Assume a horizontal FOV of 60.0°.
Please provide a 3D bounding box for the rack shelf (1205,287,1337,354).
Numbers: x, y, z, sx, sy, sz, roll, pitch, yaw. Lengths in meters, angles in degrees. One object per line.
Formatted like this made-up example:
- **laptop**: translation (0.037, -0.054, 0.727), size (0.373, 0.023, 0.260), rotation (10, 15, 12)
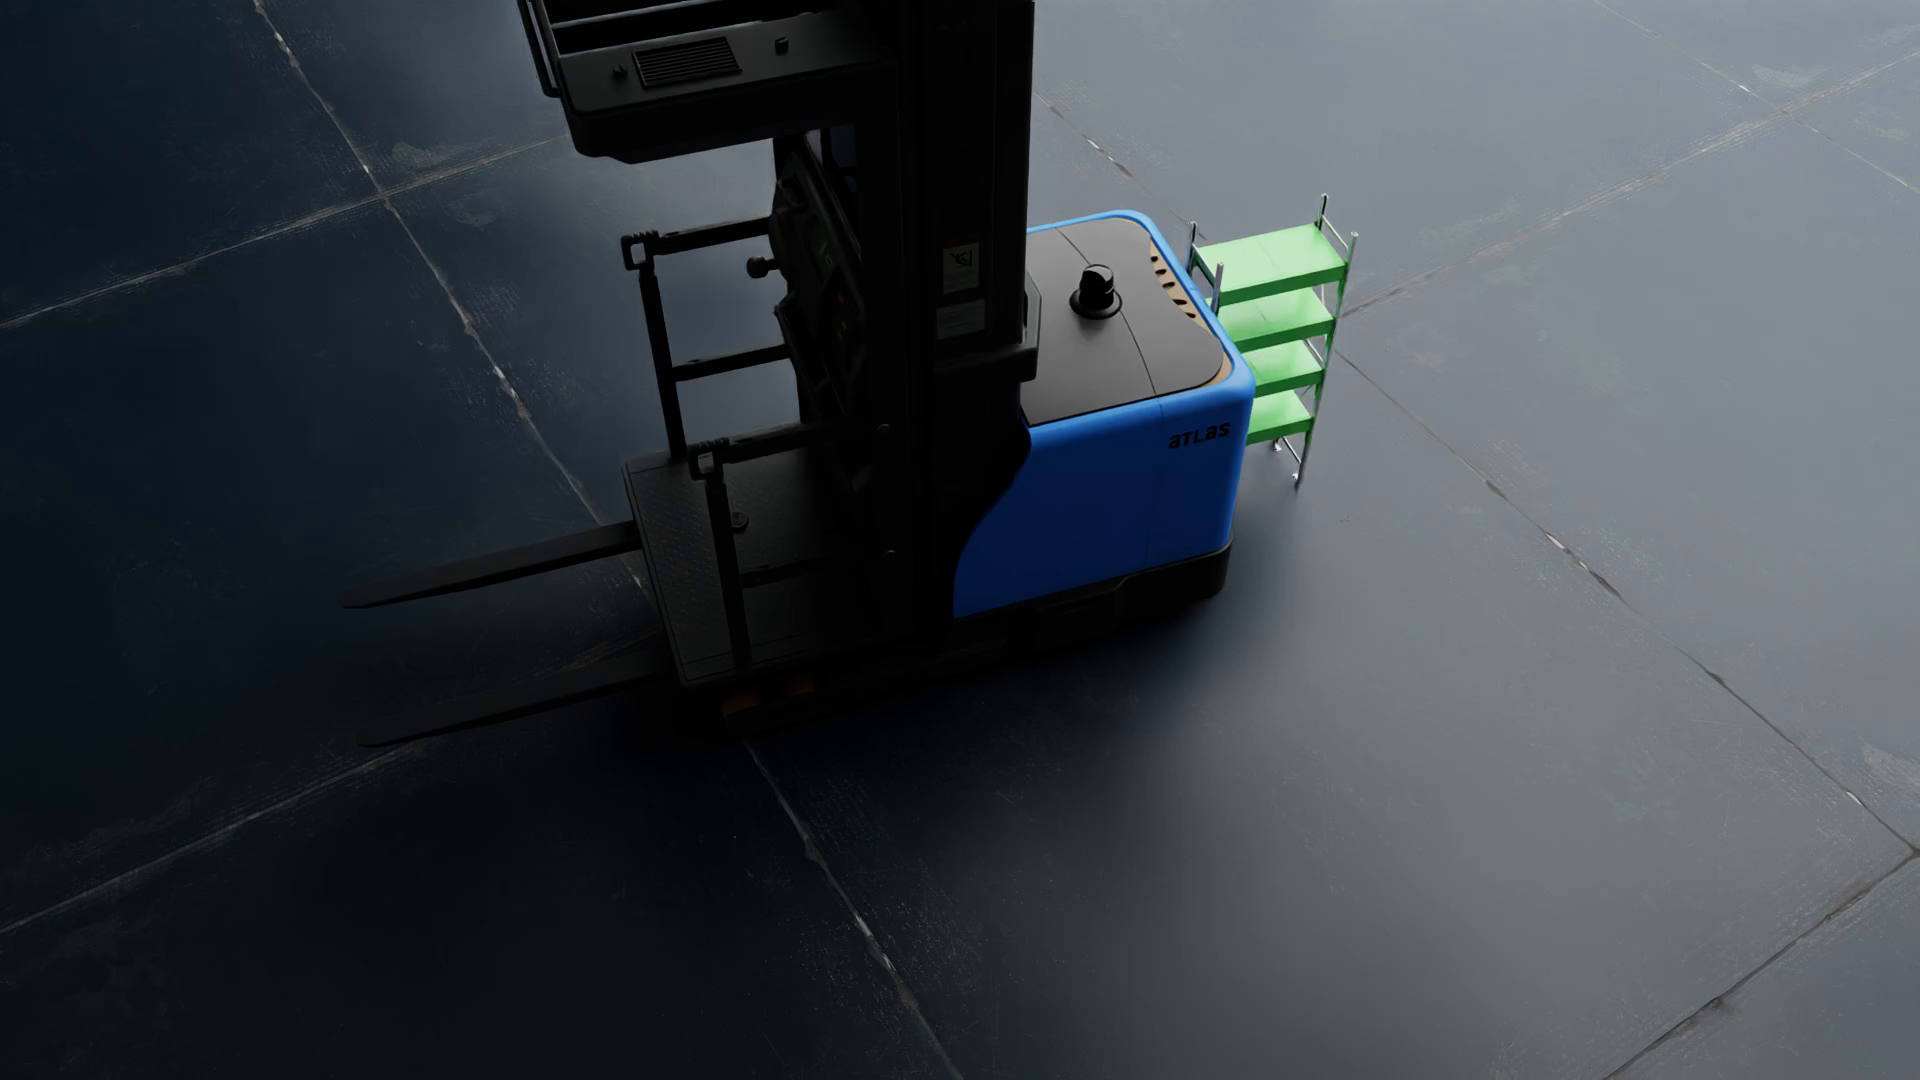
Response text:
- **rack shelf**: translation (1.052, -0.761, 5.888), size (0.480, 0.148, 0.258), rotation (-14, 50, -12)

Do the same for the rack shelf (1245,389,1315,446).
- **rack shelf**: translation (1.051, -0.442, 6.246), size (0.480, 0.148, 0.258), rotation (-14, 50, -12)

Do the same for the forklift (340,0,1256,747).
- **forklift**: translation (-0.613, -0.757, 4.961), size (3.031, 2.935, 1.130), rotation (-14, 50, -12)

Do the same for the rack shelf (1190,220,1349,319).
- **rack shelf**: translation (1.052, -0.921, 5.709), size (0.480, 0.148, 0.258), rotation (-14, 50, -12)

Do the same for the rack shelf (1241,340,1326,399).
- **rack shelf**: translation (1.051, -0.601, 6.067), size (0.480, 0.148, 0.258), rotation (-14, 50, -12)

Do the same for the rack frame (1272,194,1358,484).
- **rack frame**: translation (1.283, -0.701, 6.071), size (0.015, 1.200, 0.240), rotation (-14, 50, -12)

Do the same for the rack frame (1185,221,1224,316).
- **rack frame**: translation (0.820, -0.587, 5.968), size (0.015, 1.200, 0.240), rotation (-14, 50, -12)

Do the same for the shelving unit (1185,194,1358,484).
- **shelving unit**: translation (1.052, -0.644, 6.019), size (0.503, 1.200, 0.258), rotation (-14, 50, -12)
